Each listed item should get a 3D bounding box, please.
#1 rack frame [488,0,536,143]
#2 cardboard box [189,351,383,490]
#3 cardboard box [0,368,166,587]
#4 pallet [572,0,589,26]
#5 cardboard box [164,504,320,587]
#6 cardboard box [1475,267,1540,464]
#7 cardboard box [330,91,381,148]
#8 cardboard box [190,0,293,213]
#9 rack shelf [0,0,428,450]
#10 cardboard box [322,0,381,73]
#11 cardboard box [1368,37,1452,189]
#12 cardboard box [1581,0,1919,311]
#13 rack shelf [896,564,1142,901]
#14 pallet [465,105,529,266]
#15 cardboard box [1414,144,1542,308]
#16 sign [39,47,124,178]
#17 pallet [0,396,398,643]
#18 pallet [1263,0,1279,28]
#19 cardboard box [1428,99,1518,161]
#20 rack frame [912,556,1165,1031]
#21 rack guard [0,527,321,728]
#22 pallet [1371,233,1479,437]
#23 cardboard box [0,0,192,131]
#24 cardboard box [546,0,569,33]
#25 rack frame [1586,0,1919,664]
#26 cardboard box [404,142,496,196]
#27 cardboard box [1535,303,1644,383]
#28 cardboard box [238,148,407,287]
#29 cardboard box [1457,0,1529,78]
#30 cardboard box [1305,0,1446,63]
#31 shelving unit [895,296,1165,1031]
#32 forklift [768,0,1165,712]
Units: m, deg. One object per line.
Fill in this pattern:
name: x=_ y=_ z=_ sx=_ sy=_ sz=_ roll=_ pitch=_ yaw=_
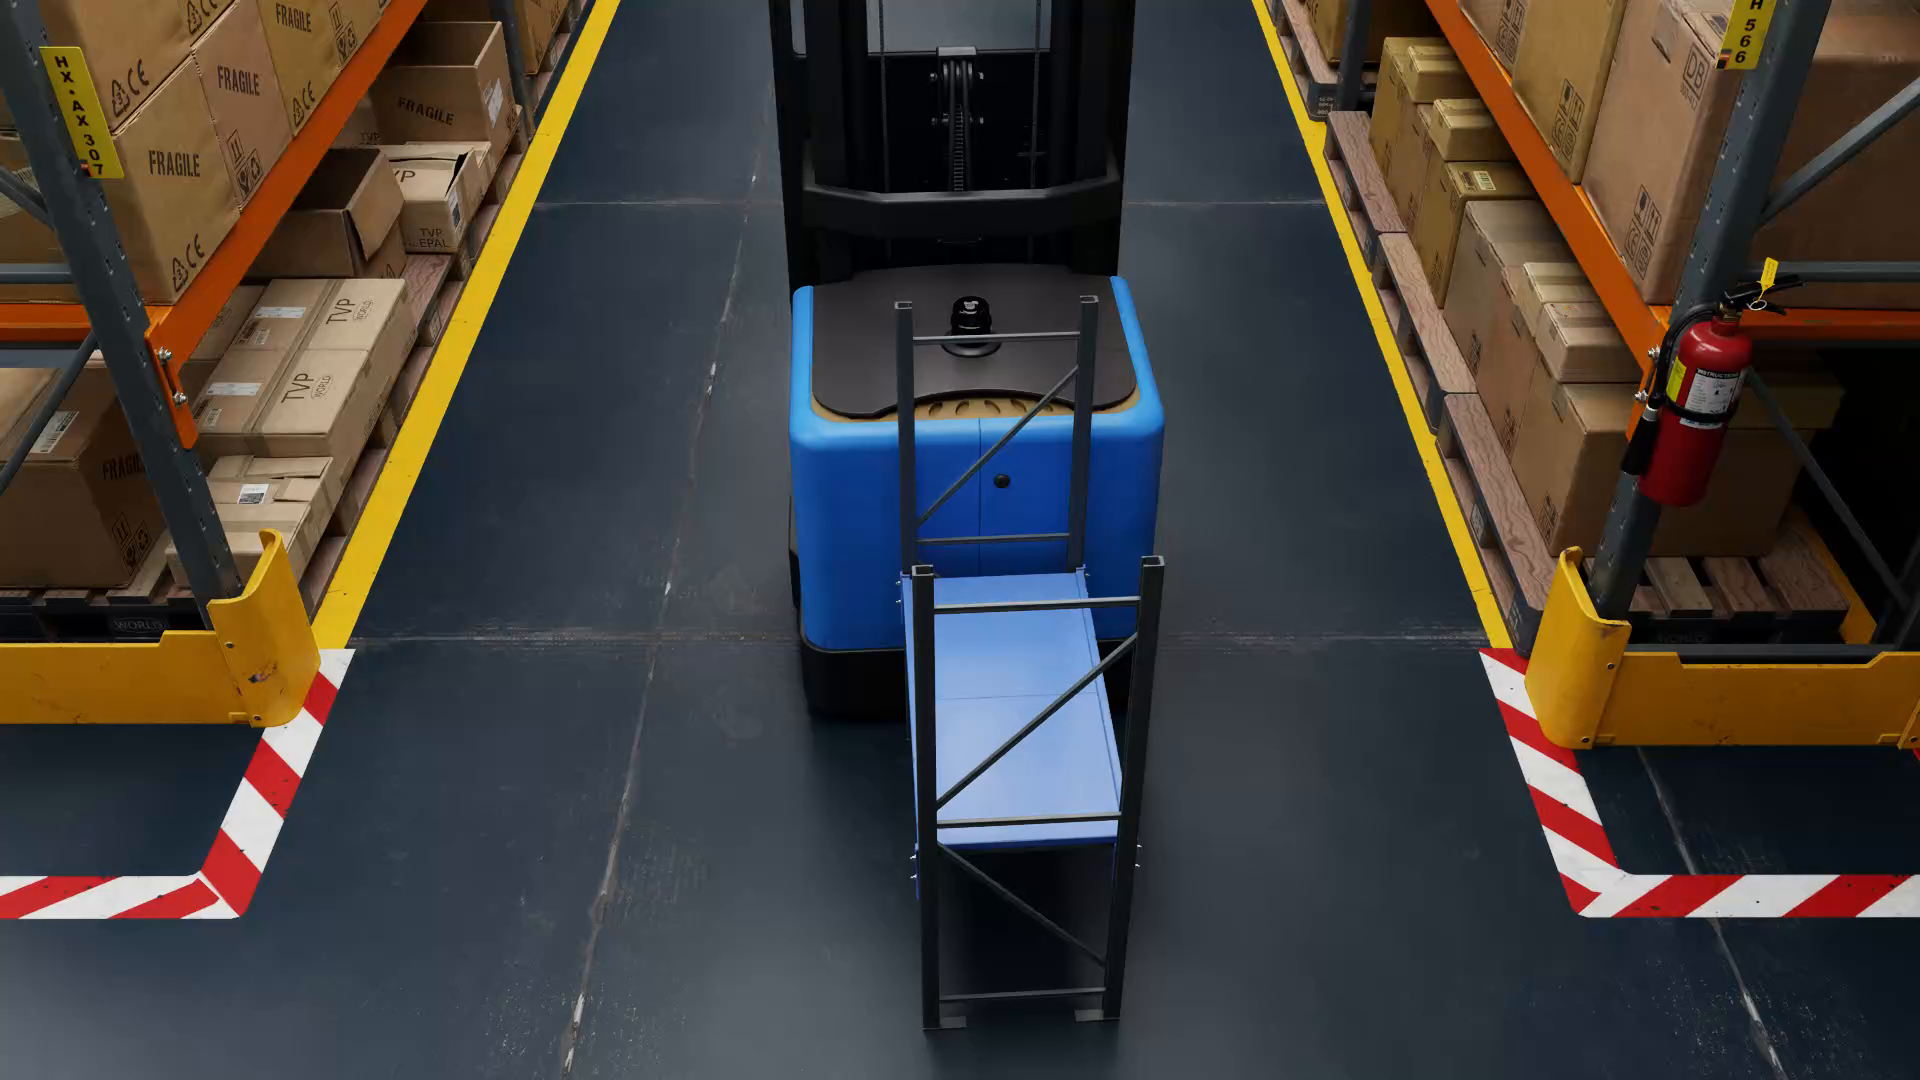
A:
rack frame: x=-2.612 y=-3.164 z=7.299 sx=1.000 sy=3.000 sz=0.127 roll=0 pitch=39 yaw=0
cardboard box: x=-2.325 y=-0.414 z=5.715 sx=0.500 sy=0.250 sz=0.500 roll=0 pitch=39 yaw=0
cardboard box: x=-2.854 y=-0.198 z=5.246 sx=0.500 sy=0.500 sz=0.500 roll=0 pitch=39 yaw=0
pallet: x=-2.655 y=-3.349 z=9.760 sx=1.003 sy=0.211 sz=1.213 roll=0 pitch=39 yaw=0
cardboard box: x=-2.264 y=0.016 z=5.259 sx=0.380 sy=0.149 sz=0.250 roll=0 pitch=39 yaw=0
cardboard box: x=2.245 y=-0.607 z=5.772 sx=0.700 sy=0.500 sz=0.500 roll=0 pitch=39 yaw=0
cardboard box: x=-2.828 y=-2.024 z=7.675 sx=0.500 sy=0.311 sz=0.500 roll=0 pitch=39 yaw=0
cardboard box: x=-2.350 y=-1.302 z=4.896 sx=0.500 sy=0.500 sz=0.500 roll=0 pitch=39 yaw=0
rack shelf: x=-2.610 y=-1.632 z=5.964 sx=1.077 sy=0.370 sz=4.000 roll=0 pitch=39 yaw=0
cardboard box: x=-2.347 y=-1.928 z=5.677 sx=0.500 sy=0.500 sz=0.500 roll=0 pitch=39 yaw=1
cardboard box: x=2.240 y=-1.890 z=7.373 sx=0.700 sy=0.500 sz=0.500 roll=0 pitch=39 yaw=1
cardboard box: x=2.336 y=-1.104 z=4.489 sx=0.980 sy=0.700 sz=0.700 roll=2 pitch=39 yaw=2
rack shelf: x=0.122 y=0.459 z=4.266 sx=0.538 sy=0.185 sz=1.000 roll=-2 pitch=39 yaw=-3
pallet: x=-2.612 y=-1.646 z=7.635 sx=1.003 sy=0.211 sz=1.213 roll=0 pitch=39 yaw=0
cardboard box: x=2.236 y=-1.255 z=6.581 sx=0.700 sy=0.500 sz=0.500 roll=1 pitch=39 yaw=1
sign: x=-2.065 y=-1.001 z=3.908 sx=0.100 sy=0.325 sz=0.005 roll=0 pitch=39 yaw=0
pallet: x=-2.609 y=-0.120 z=5.731 sx=1.003 sy=0.211 sz=1.213 roll=0 pitch=39 yaw=0
pallet: x=2.261 y=-3.329 z=9.735 sx=1.003 sy=0.211 sz=1.213 roll=0 pitch=39 yaw=0
cardboard box: x=2.059 y=-1.603 z=6.496 sx=0.380 sy=0.149 sz=0.250 roll=-1 pitch=39 yaw=-1
rack frame: x=0.155 y=0.636 z=3.757 sx=0.500 sy=1.500 sz=0.032 roll=-2 pitch=39 yaw=-3
rack guard: x=-2.608 y=0.266 z=5.019 sx=1.175 sy=0.500 sz=0.348 roll=0 pitch=39 yaw=0
pallet: x=2.269 y=-0.841 z=6.631 sx=1.003 sy=0.211 sz=1.213 roll=0 pitch=39 yaw=0
cardboard box: x=-2.344 y=-1.369 z=4.180 sx=0.500 sy=0.500 sz=0.500 roll=1 pitch=39 yaw=1
cardboard box: x=-2.381 y=-2.996 z=8.737 sx=0.500 sy=0.500 sz=0.500 roll=0 pitch=39 yaw=1
rack frame: x=2.346 y=-0.668 z=4.185 sx=1.000 sy=3.000 sz=0.127 roll=0 pitch=39 yaw=0
cardboard box: x=-2.267 y=-1.632 z=7.316 sx=0.380 sy=0.149 sz=0.250 roll=0 pitch=39 yaw=0
cardboard box: x=2.063 y=-0.628 z=5.279 sx=0.380 sy=0.149 sz=0.250 roll=0 pitch=39 yaw=-1
cardboard box: x=-2.605 y=-1.186 z=6.476 sx=0.797 sy=0.503 sz=0.637 roll=0 pitch=39 yaw=0
cardboard box: x=2.332 y=-2.036 z=5.652 sx=0.980 sy=0.700 sz=0.700 roll=-2 pitch=39 yaw=-2
cardboard box: x=2.211 y=-2.901 z=8.355 sx=0.750 sy=0.750 sz=0.750 roll=0 pitch=39 yaw=0
shelving unit: x=0.122 y=0.319 z=4.153 sx=0.538 sy=1.500 sz=1.048 roll=-2 pitch=39 yaw=-3
forklift: x=-0.039 y=-1.534 z=5.320 sx=1.130 sy=2.935 sz=3.031 roll=-2 pitch=39 yaw=-3
